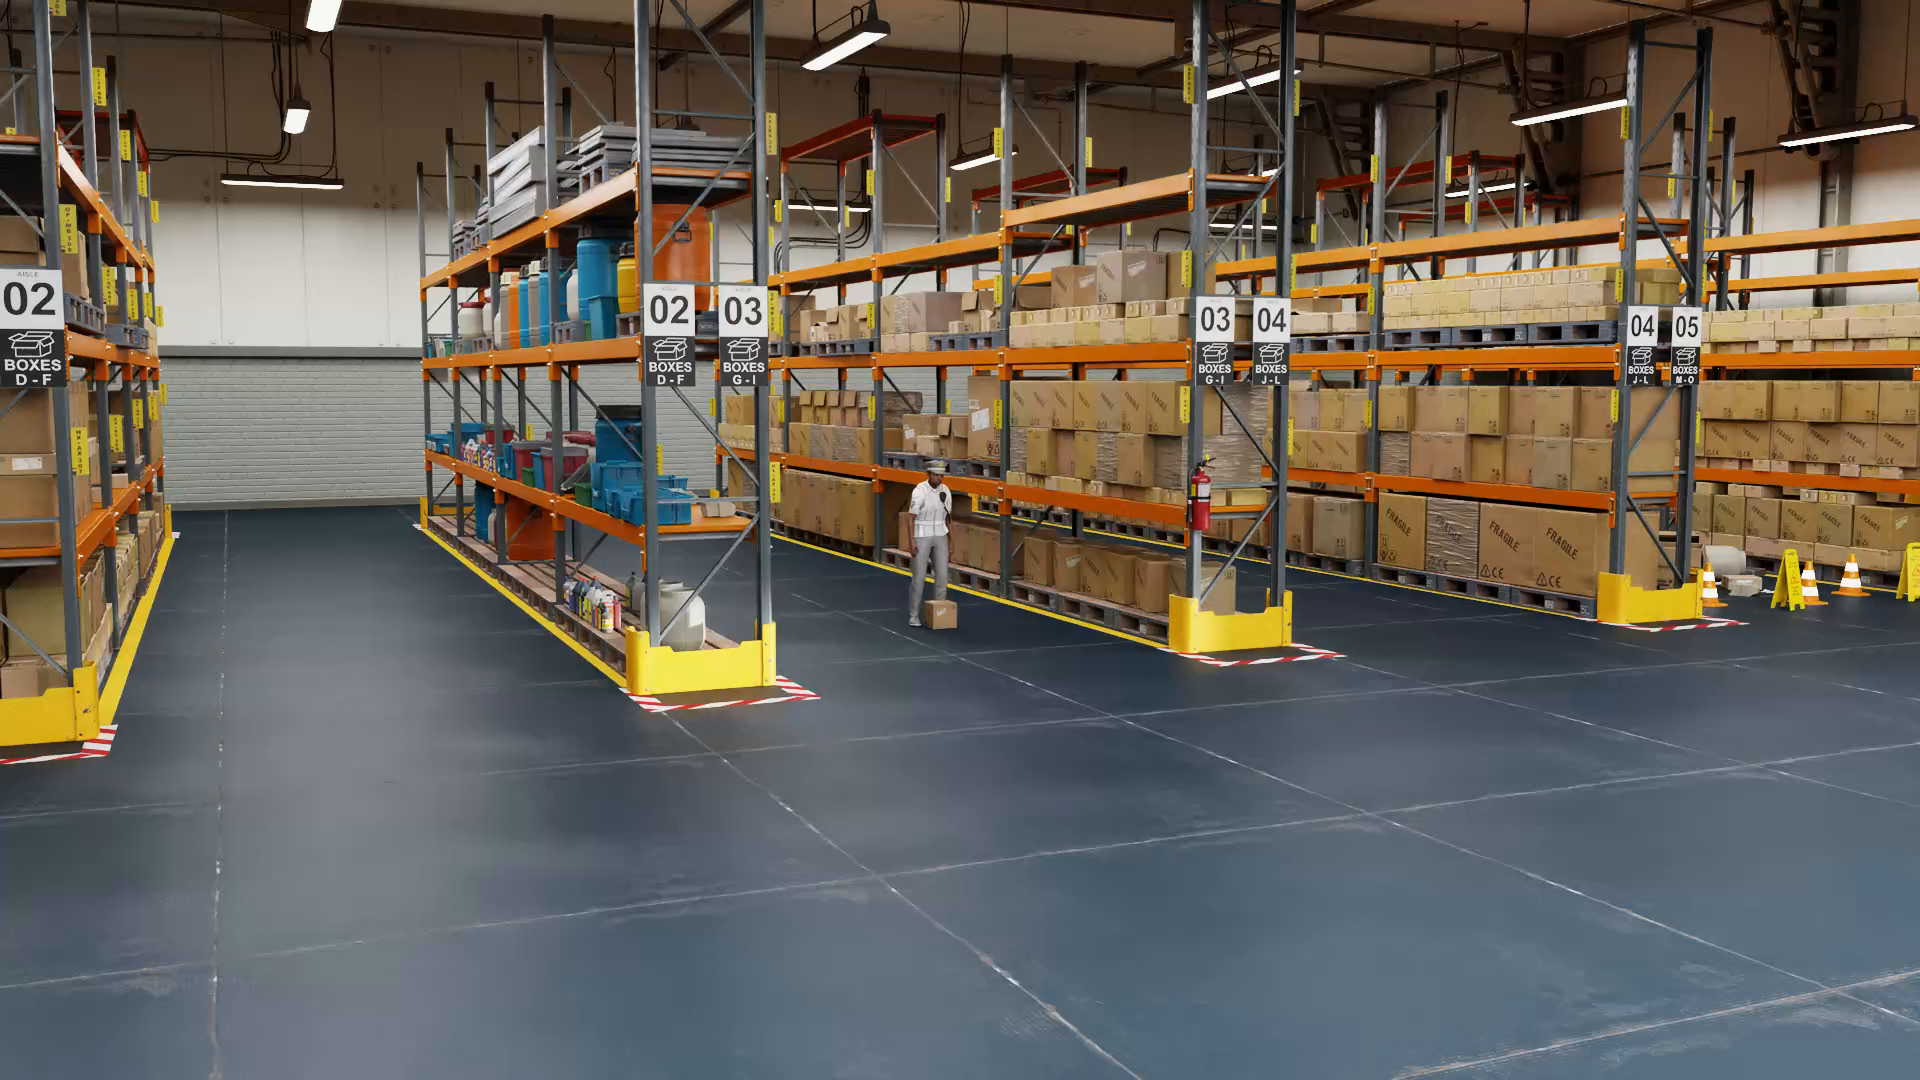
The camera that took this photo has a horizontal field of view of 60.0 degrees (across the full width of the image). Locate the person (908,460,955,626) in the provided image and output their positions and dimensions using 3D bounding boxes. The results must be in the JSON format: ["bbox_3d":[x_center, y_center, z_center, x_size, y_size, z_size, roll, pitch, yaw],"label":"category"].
[{"bbox_3d":[-0.293,0.026,16.749,0.523,1.657,0.418,-3,6,-25],"label":"person"}]
